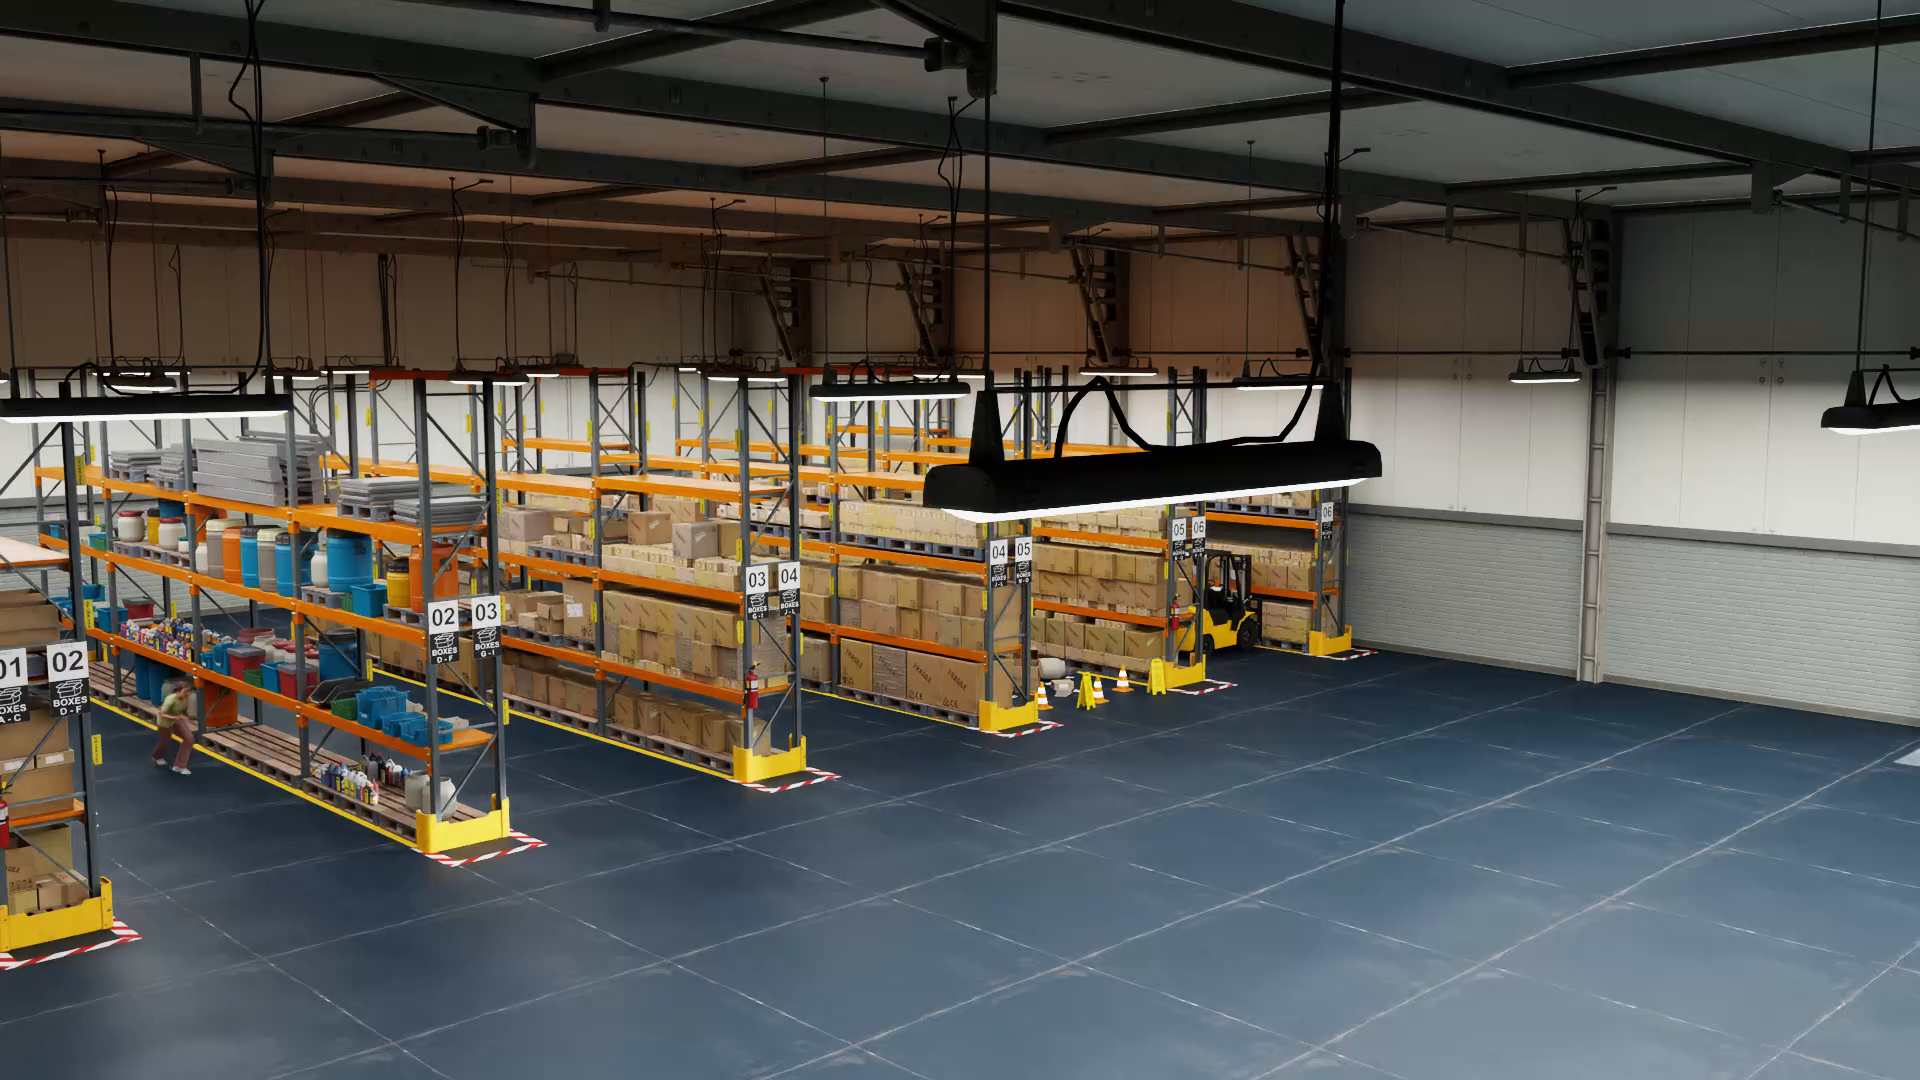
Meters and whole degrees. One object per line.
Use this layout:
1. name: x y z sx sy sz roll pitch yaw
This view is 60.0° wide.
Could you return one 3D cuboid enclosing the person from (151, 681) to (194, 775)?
1. person: -11.954 2.802 25.069 1.084 1.465 0.563 4 7 28
